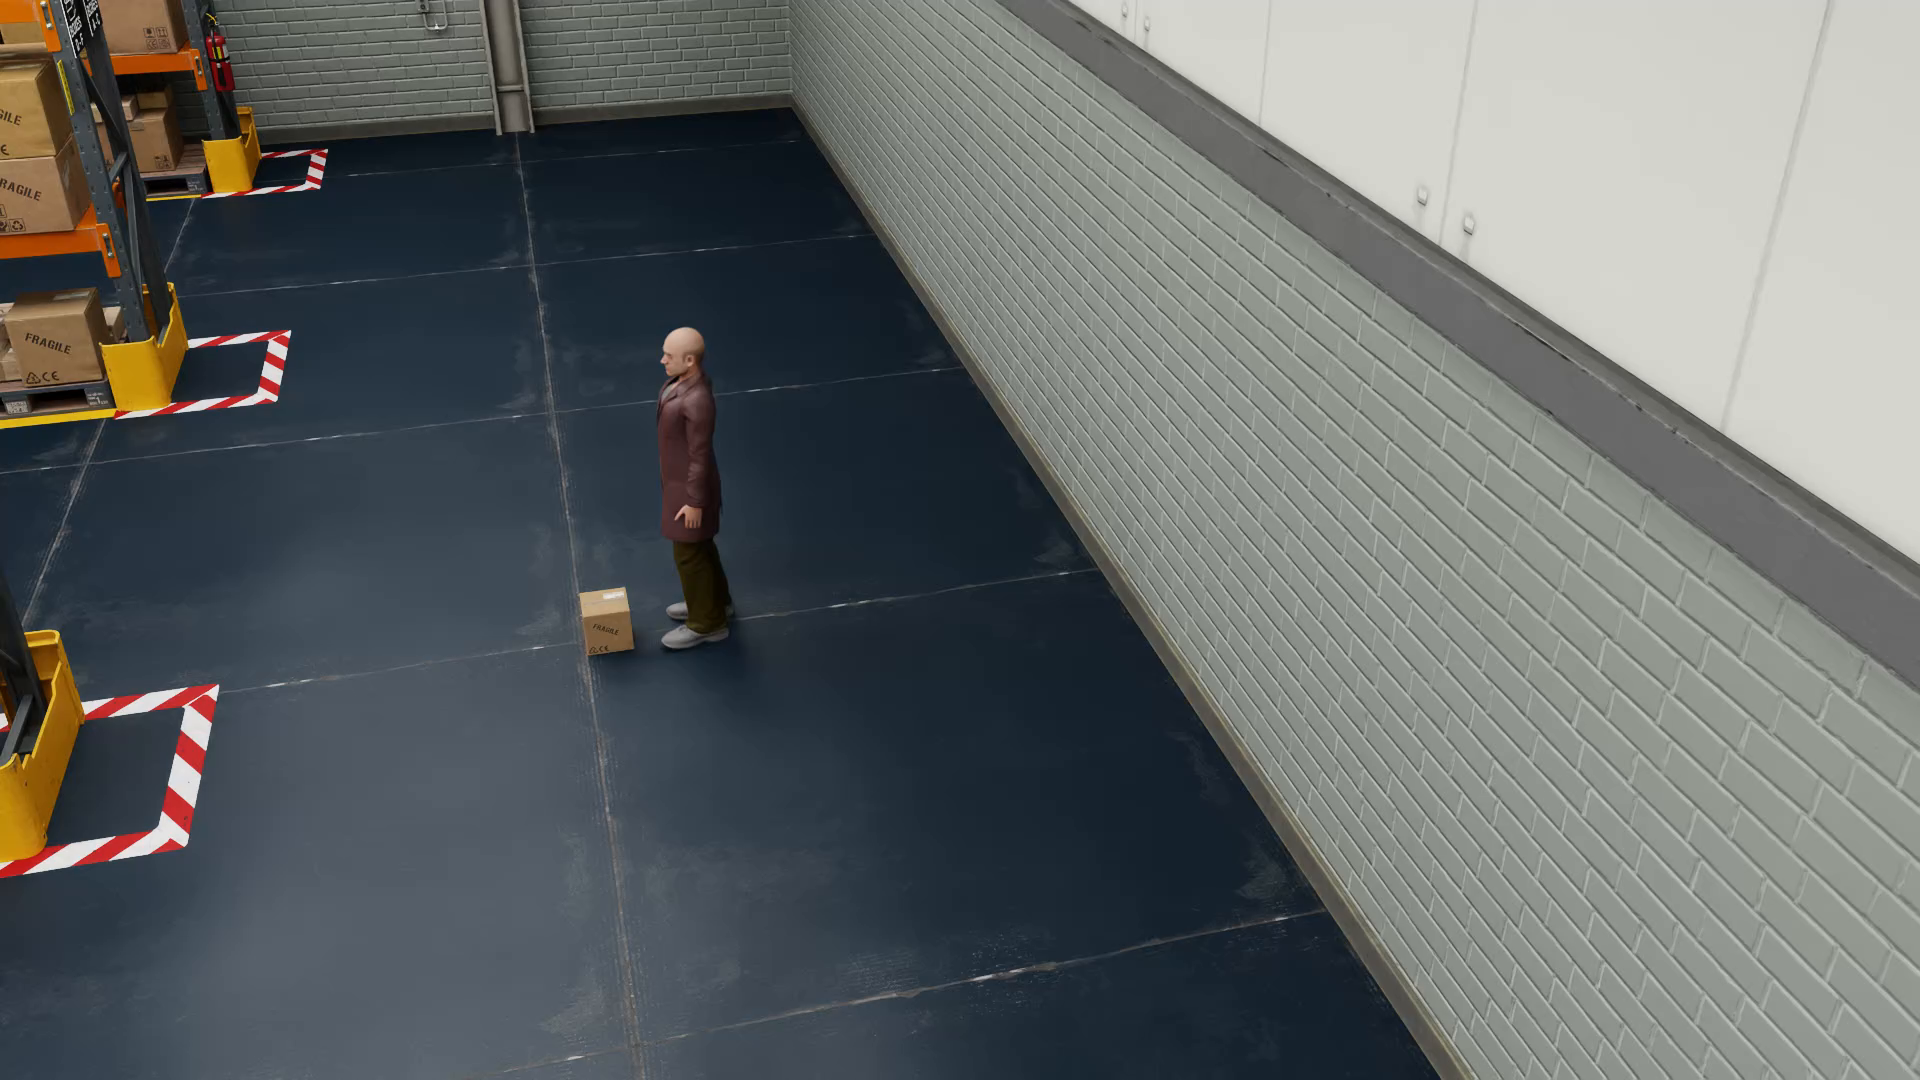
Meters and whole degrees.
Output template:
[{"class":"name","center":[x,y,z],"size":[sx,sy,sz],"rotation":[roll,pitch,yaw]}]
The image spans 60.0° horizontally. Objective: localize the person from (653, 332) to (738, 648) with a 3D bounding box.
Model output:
[{"class":"person","center":[-1.418,-0.266,8.744],"size":[0.385,1.764,0.567],"rotation":[-7,31,-12]}]
